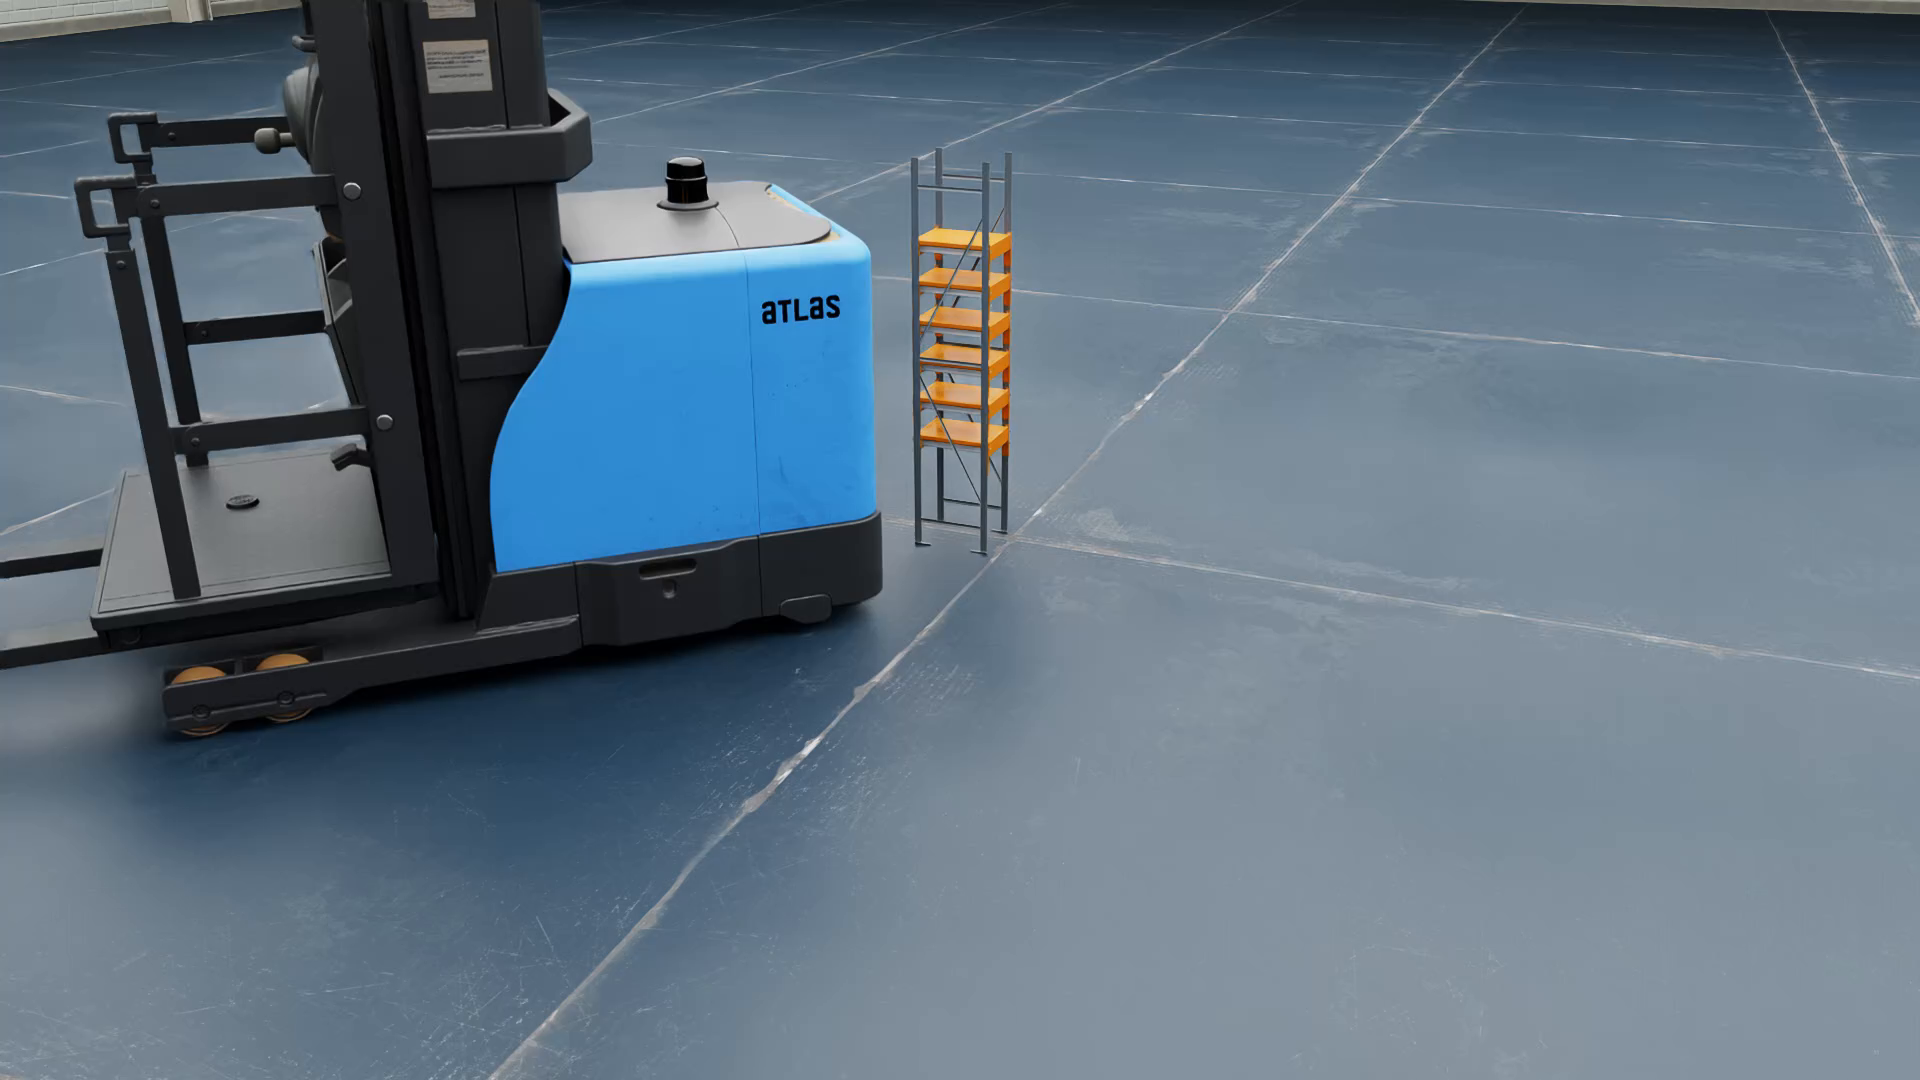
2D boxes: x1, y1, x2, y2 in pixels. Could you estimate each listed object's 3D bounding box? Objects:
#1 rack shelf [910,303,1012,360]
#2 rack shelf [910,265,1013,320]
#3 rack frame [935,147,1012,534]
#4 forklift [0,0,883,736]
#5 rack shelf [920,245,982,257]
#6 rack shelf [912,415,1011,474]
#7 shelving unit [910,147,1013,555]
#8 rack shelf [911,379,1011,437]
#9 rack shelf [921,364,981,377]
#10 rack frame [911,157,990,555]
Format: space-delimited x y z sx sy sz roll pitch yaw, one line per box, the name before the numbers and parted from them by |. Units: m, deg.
rack shelf | 0.005 -0.629 5.002 0.258 0.103 0.180 9 24 20
rack shelf | 0.005 -0.739 4.956 0.258 0.103 0.180 9 24 20
rack frame | 0.039 -0.592 5.110 0.240 1.200 0.006 9 24 20
forklift | -1.790 -1.060 4.098 3.031 2.843 1.129 -9 24 -20
rack shelf | 0.005 -0.868 4.902 0.199 0.020 0.166 9 24 20
rack shelf | 0.005 -0.296 5.141 0.258 0.103 0.180 9 24 20
shelving unit | 0.005 -0.559 5.031 0.258 1.200 0.189 9 24 20
rack shelf | 0.005 -0.407 5.095 0.258 0.103 0.180 9 24 20
rack shelf | 0.005 -0.536 5.041 0.199 0.020 0.166 9 24 20
rack frame | -0.029 -0.526 4.953 0.240 1.200 0.006 9 24 20
